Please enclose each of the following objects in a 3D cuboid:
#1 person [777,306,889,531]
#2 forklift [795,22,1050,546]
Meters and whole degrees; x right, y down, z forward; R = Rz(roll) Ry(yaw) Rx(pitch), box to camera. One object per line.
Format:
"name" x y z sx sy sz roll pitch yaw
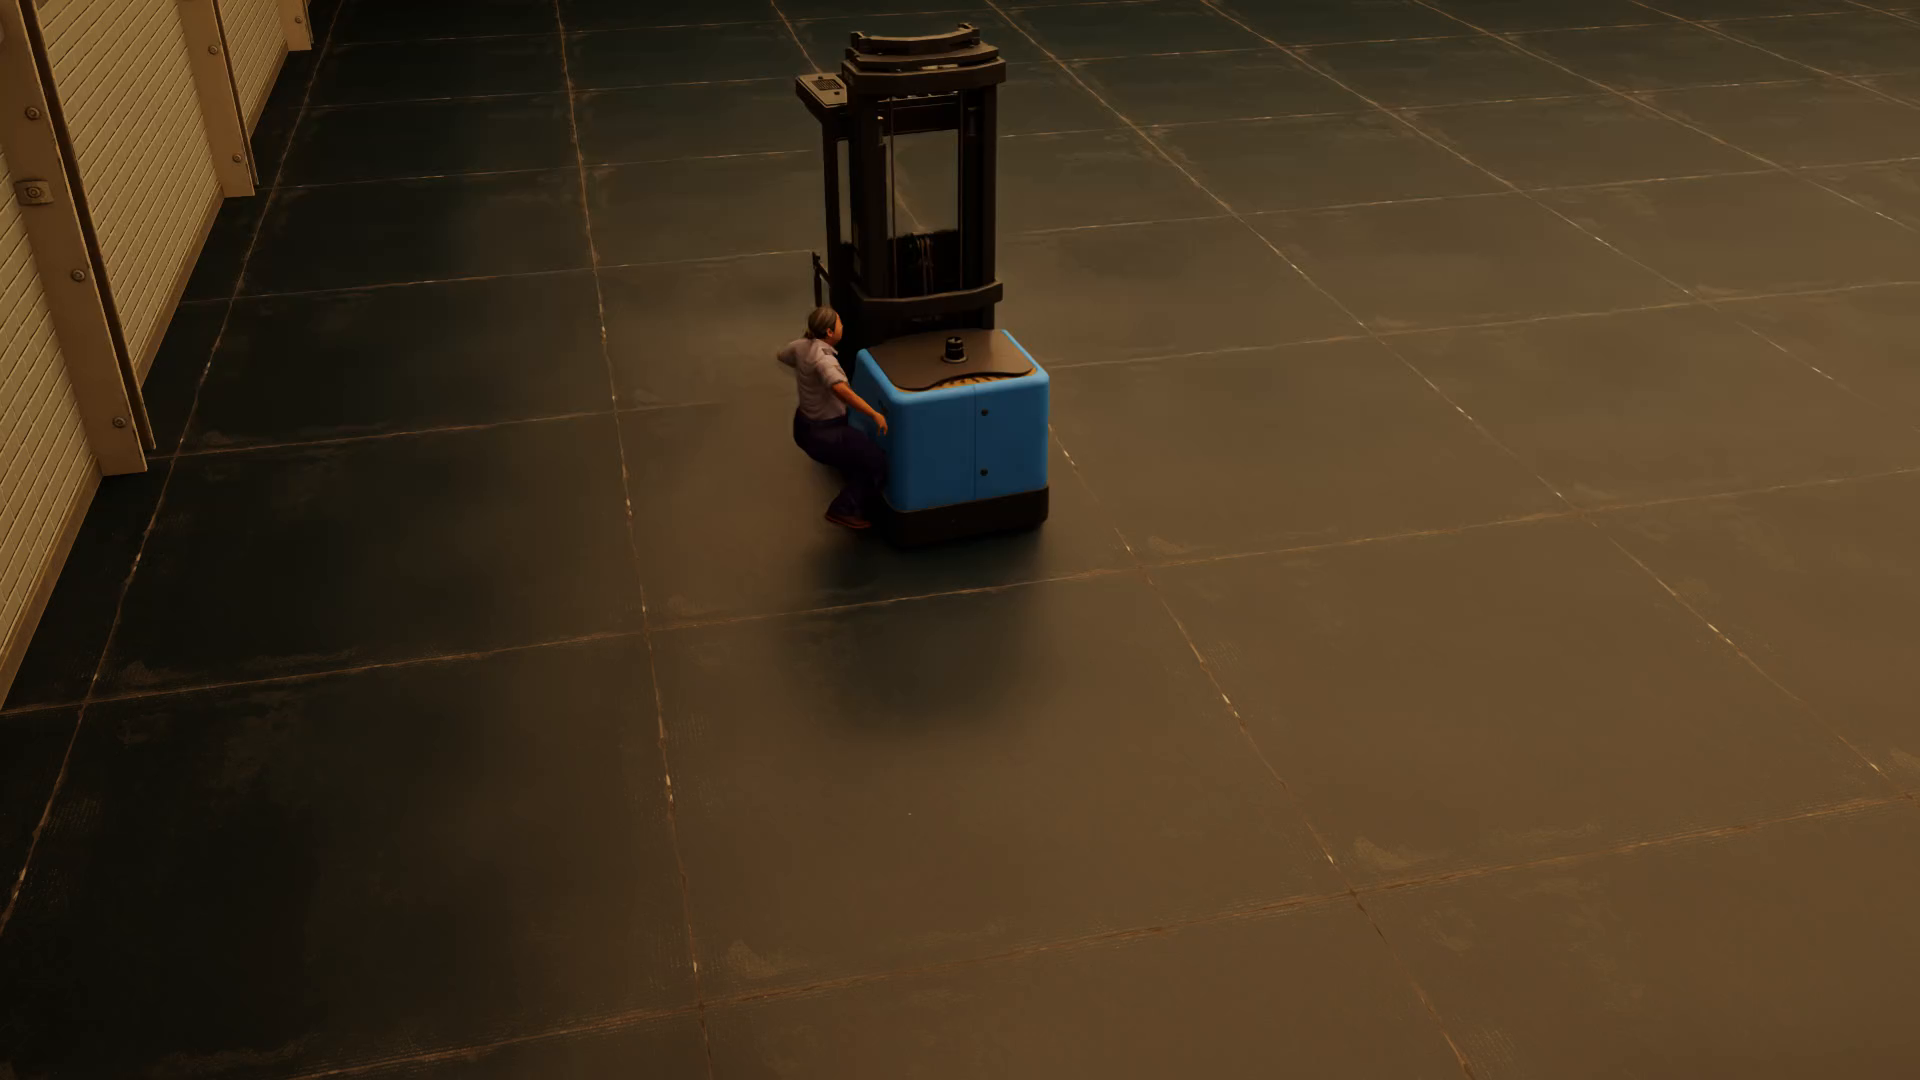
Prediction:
"person" -0.646 -0.742 10.190 0.763 1.543 0.957 -13 32 -21
"forklift" -0.402 -1.958 10.956 1.130 2.935 3.031 -10 32 -17
